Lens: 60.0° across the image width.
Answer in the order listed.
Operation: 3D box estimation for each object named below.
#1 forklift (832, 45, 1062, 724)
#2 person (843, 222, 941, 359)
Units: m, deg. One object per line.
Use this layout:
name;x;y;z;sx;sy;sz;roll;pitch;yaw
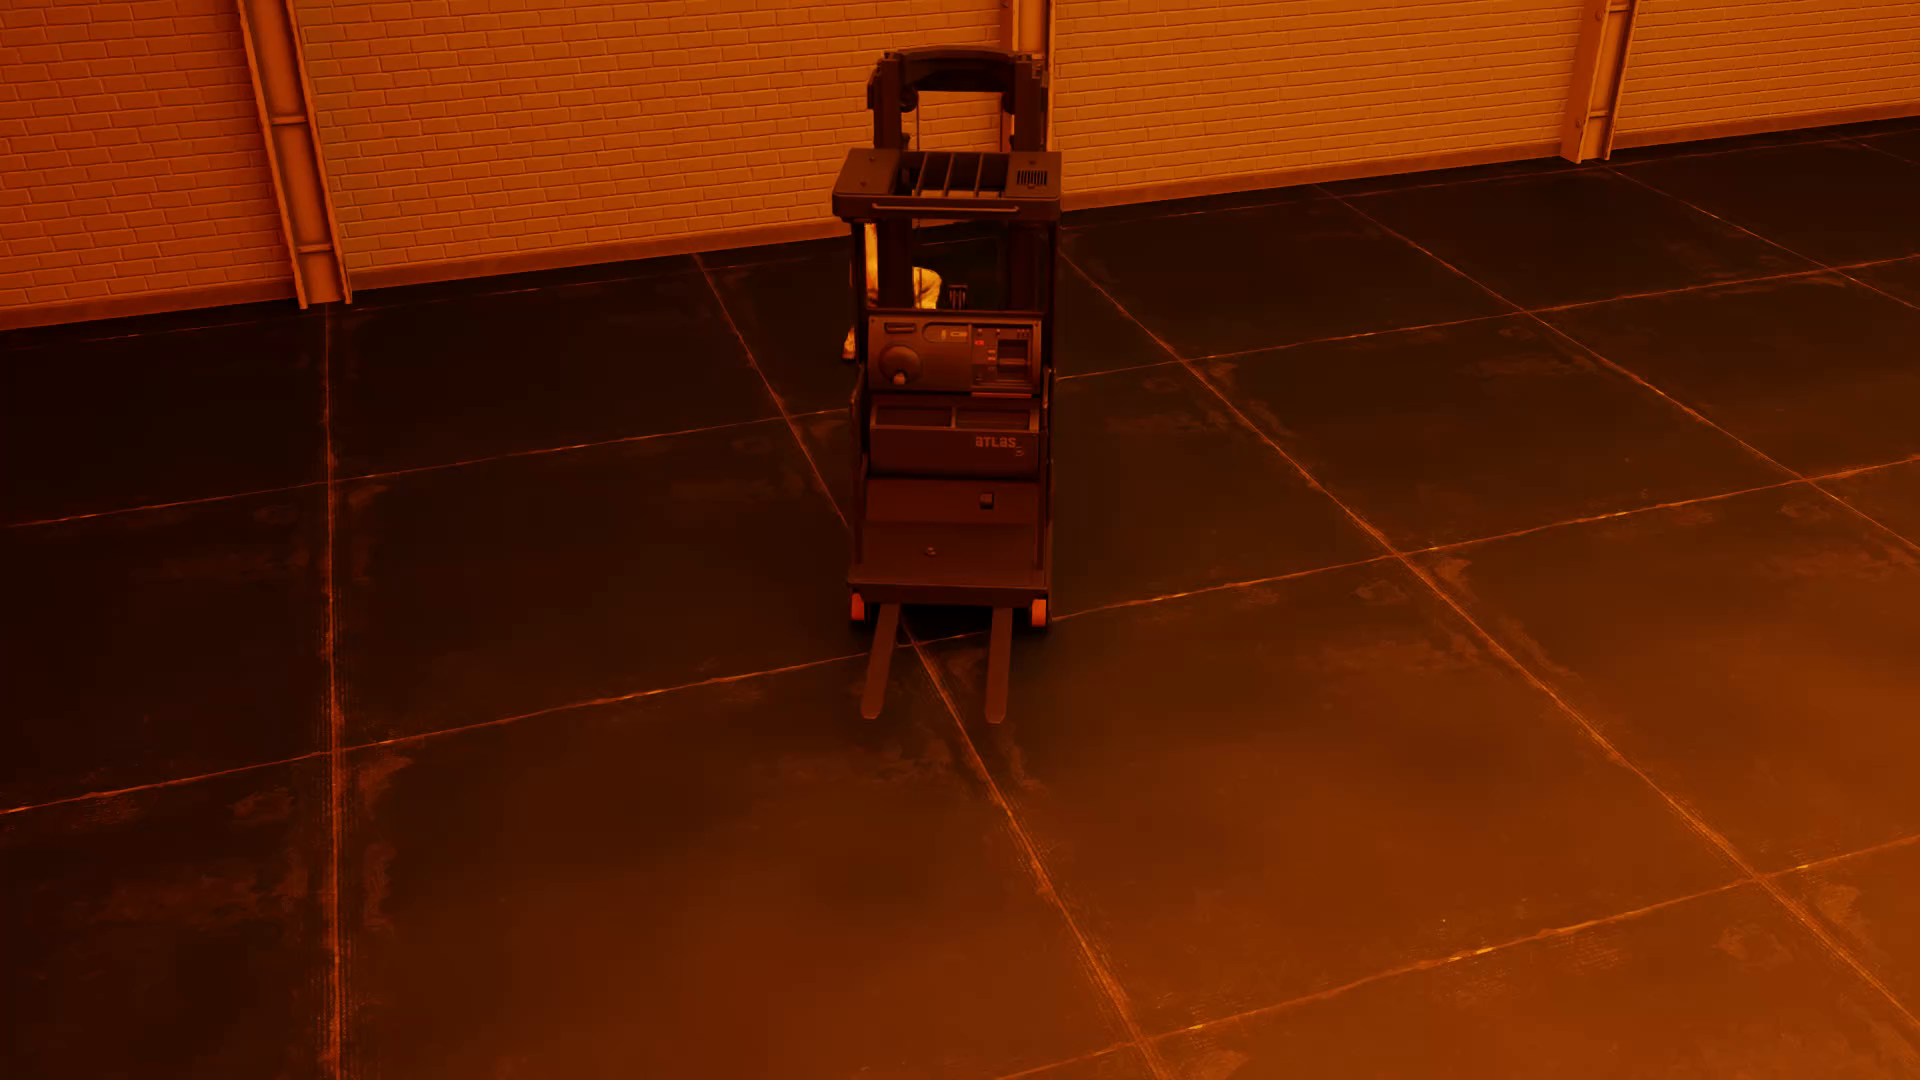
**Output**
forklift;-0.041;-0.954;8.746;1.130;2.935;3.031;2;30;3
person;-0.477;-1.953;11.868;0.809;1.522;0.690;25;38;36
